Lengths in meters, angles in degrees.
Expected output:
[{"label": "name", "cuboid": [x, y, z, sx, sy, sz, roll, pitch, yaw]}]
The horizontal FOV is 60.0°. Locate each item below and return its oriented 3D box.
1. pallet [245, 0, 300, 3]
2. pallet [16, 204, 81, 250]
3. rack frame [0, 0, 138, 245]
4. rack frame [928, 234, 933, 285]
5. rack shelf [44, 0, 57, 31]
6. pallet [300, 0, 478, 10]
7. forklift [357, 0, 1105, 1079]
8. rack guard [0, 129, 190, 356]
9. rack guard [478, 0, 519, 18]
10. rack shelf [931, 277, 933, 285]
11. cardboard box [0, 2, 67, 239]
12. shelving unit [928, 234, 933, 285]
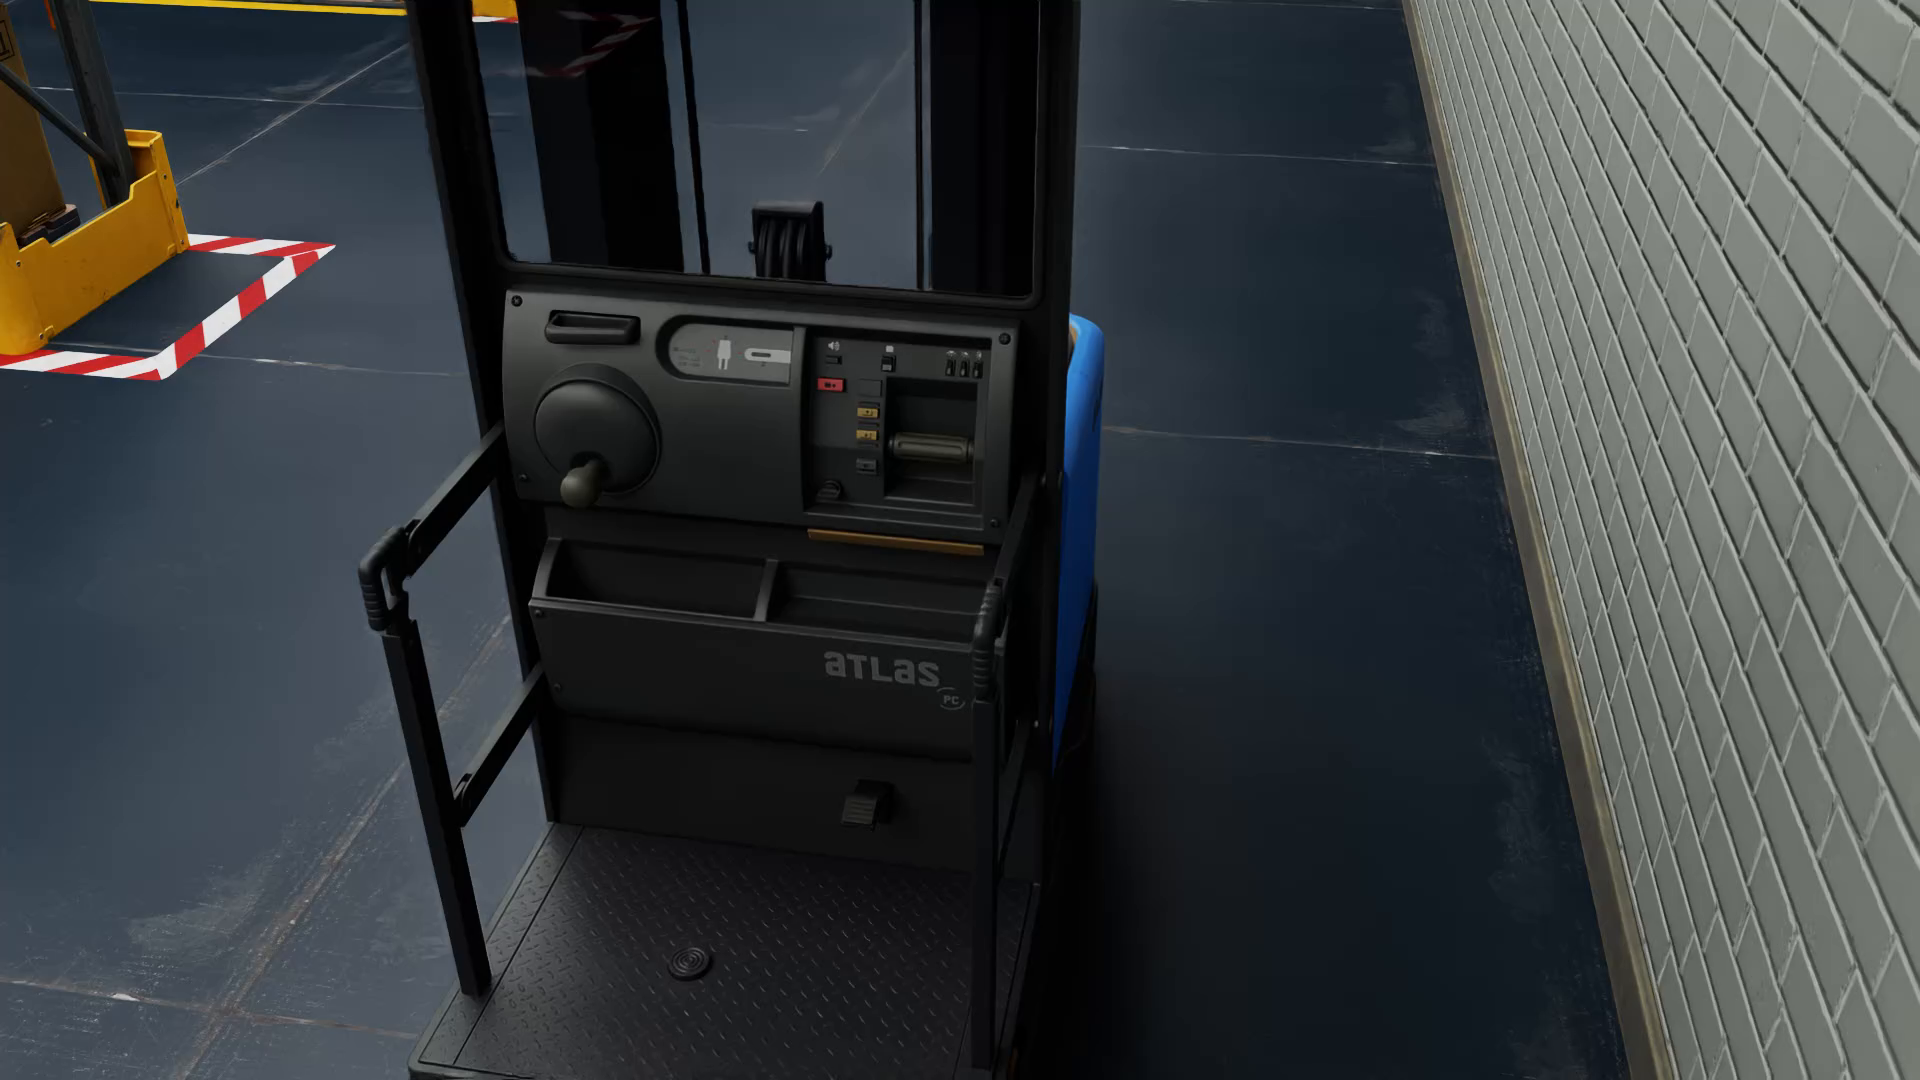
[{"label": "pallet", "cuboid": [-4.838, -3.909, 11.297, 1.213, 0.211, 1.003, 5, 32, 8]}, {"label": "pallet", "cuboid": [-4.467, -1.145, 6.881, 1.213, 0.211, 1.003, 5, 32, 8]}, {"label": "rack frame", "cuboid": [-3.666, -2.297, 6.093, 0.127, 3.000, 1.000, 5, 32, 8]}, {"label": "rack frame", "cuboid": [-0.068, -0.451, 4.981, 0.008, 1.050, 0.200, 5, 32, 8]}, {"label": "rack shelf", "cuboid": [-5.637, -2.171, 6.569, 4.000, 0.370, 1.077, 5, 32, 8]}, {"label": "pallet", "cuboid": [-3.639, -3.799, 11.121, 1.213, 0.211, 1.003, 5, 32, 8]}, {"label": "forklift", "cuboid": [-0.398, -0.172, 2.762, 1.130, 2.935, 3.031, 6, 32, 9]}, {"label": "rack guard", "cuboid": [-3.642, -1.235, 6.752, 0.348, 0.500, 1.175, 5, 32, 8]}, {"label": "rack guard", "cuboid": [-2.807, -3.832, 10.902, 0.348, 0.500, 1.175, 5, 32, 8]}, {"label": "rack shelf", "cuboid": [0.053, -0.672, 4.819, 0.240, 0.259, 0.215, 5, 32, 8]}, {"label": "cardboard box", "cuboid": [-4.310, -1.590, 6.569, 0.875, 0.875, 0.875, 5, 32, 8]}, {"label": "shelving unit", "cuboid": [0.053, -0.440, 4.964, 0.252, 1.050, 0.215, 5, 32, 8]}]
